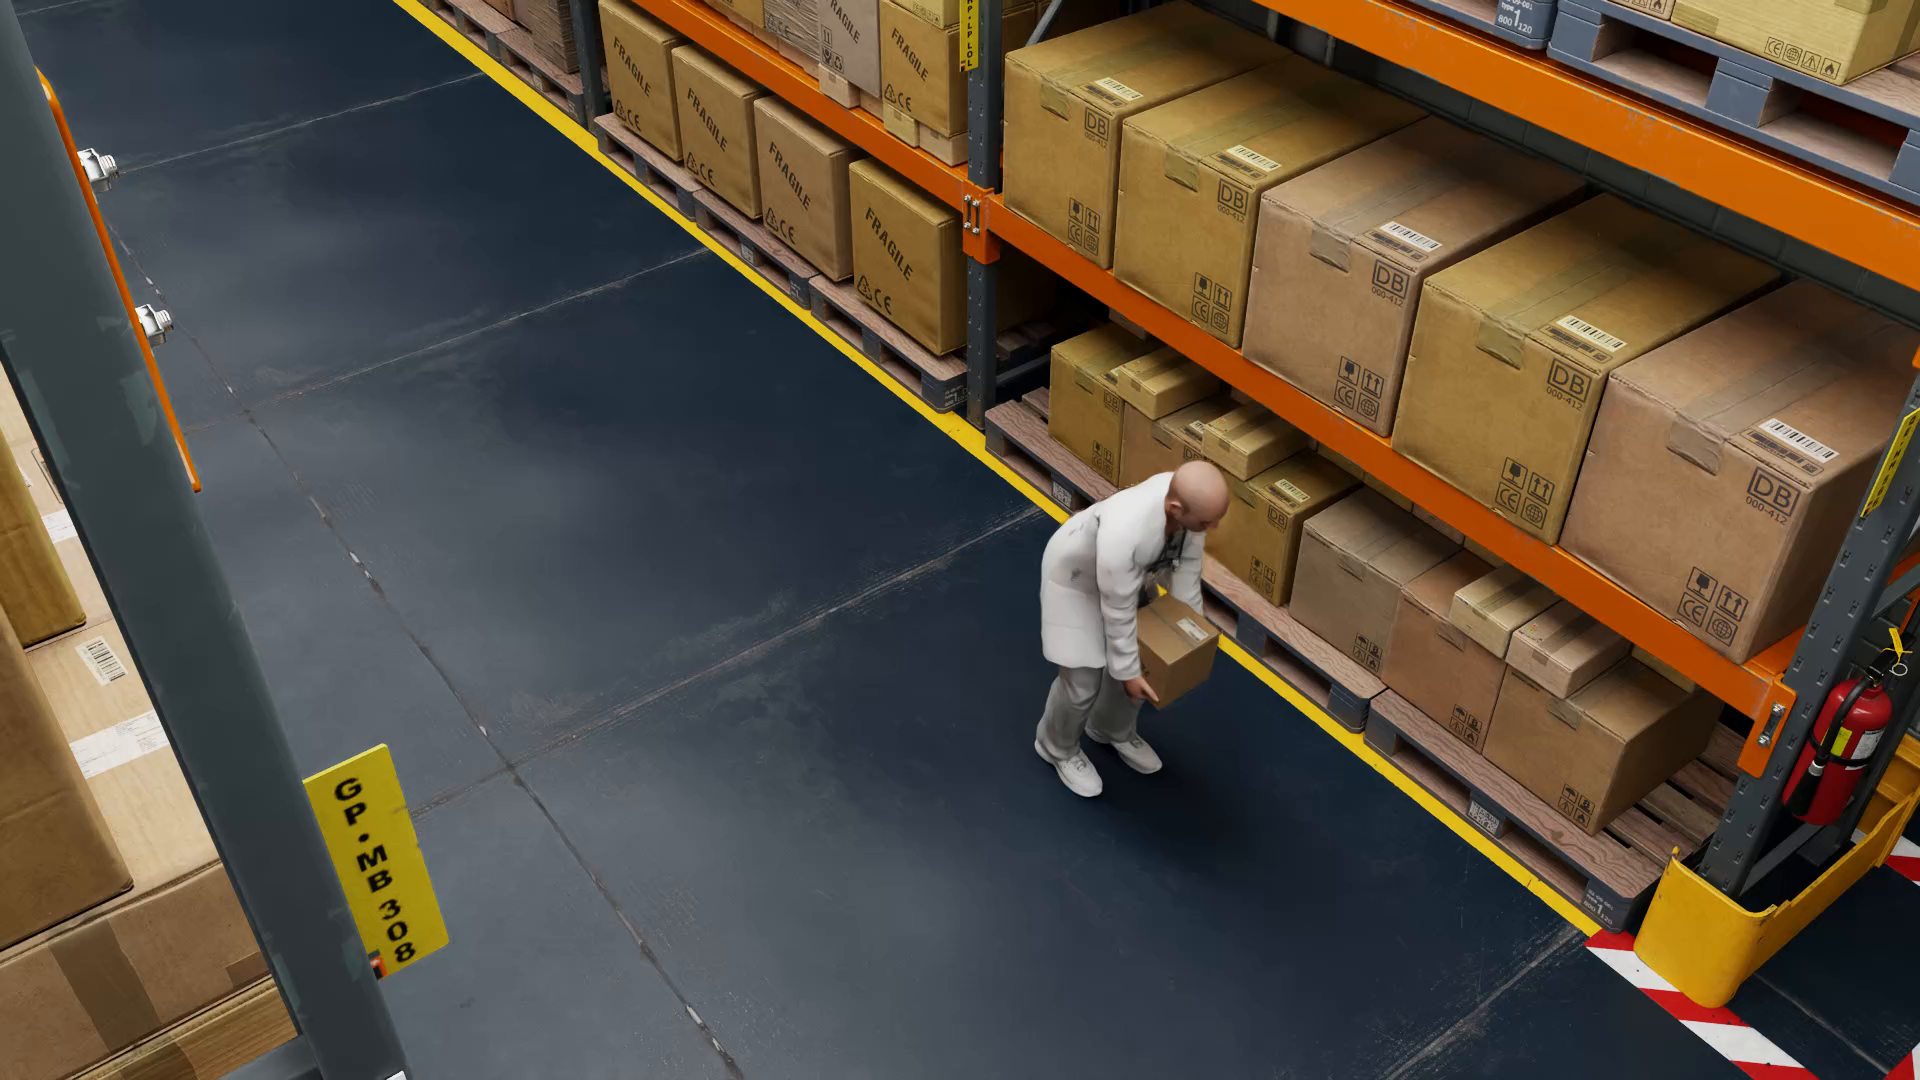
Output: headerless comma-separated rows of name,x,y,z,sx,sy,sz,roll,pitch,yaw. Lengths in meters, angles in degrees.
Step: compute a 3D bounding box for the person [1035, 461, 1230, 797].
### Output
person,0.598,0.283,5.946,0.536,1.633,0.697,-28,47,-30
